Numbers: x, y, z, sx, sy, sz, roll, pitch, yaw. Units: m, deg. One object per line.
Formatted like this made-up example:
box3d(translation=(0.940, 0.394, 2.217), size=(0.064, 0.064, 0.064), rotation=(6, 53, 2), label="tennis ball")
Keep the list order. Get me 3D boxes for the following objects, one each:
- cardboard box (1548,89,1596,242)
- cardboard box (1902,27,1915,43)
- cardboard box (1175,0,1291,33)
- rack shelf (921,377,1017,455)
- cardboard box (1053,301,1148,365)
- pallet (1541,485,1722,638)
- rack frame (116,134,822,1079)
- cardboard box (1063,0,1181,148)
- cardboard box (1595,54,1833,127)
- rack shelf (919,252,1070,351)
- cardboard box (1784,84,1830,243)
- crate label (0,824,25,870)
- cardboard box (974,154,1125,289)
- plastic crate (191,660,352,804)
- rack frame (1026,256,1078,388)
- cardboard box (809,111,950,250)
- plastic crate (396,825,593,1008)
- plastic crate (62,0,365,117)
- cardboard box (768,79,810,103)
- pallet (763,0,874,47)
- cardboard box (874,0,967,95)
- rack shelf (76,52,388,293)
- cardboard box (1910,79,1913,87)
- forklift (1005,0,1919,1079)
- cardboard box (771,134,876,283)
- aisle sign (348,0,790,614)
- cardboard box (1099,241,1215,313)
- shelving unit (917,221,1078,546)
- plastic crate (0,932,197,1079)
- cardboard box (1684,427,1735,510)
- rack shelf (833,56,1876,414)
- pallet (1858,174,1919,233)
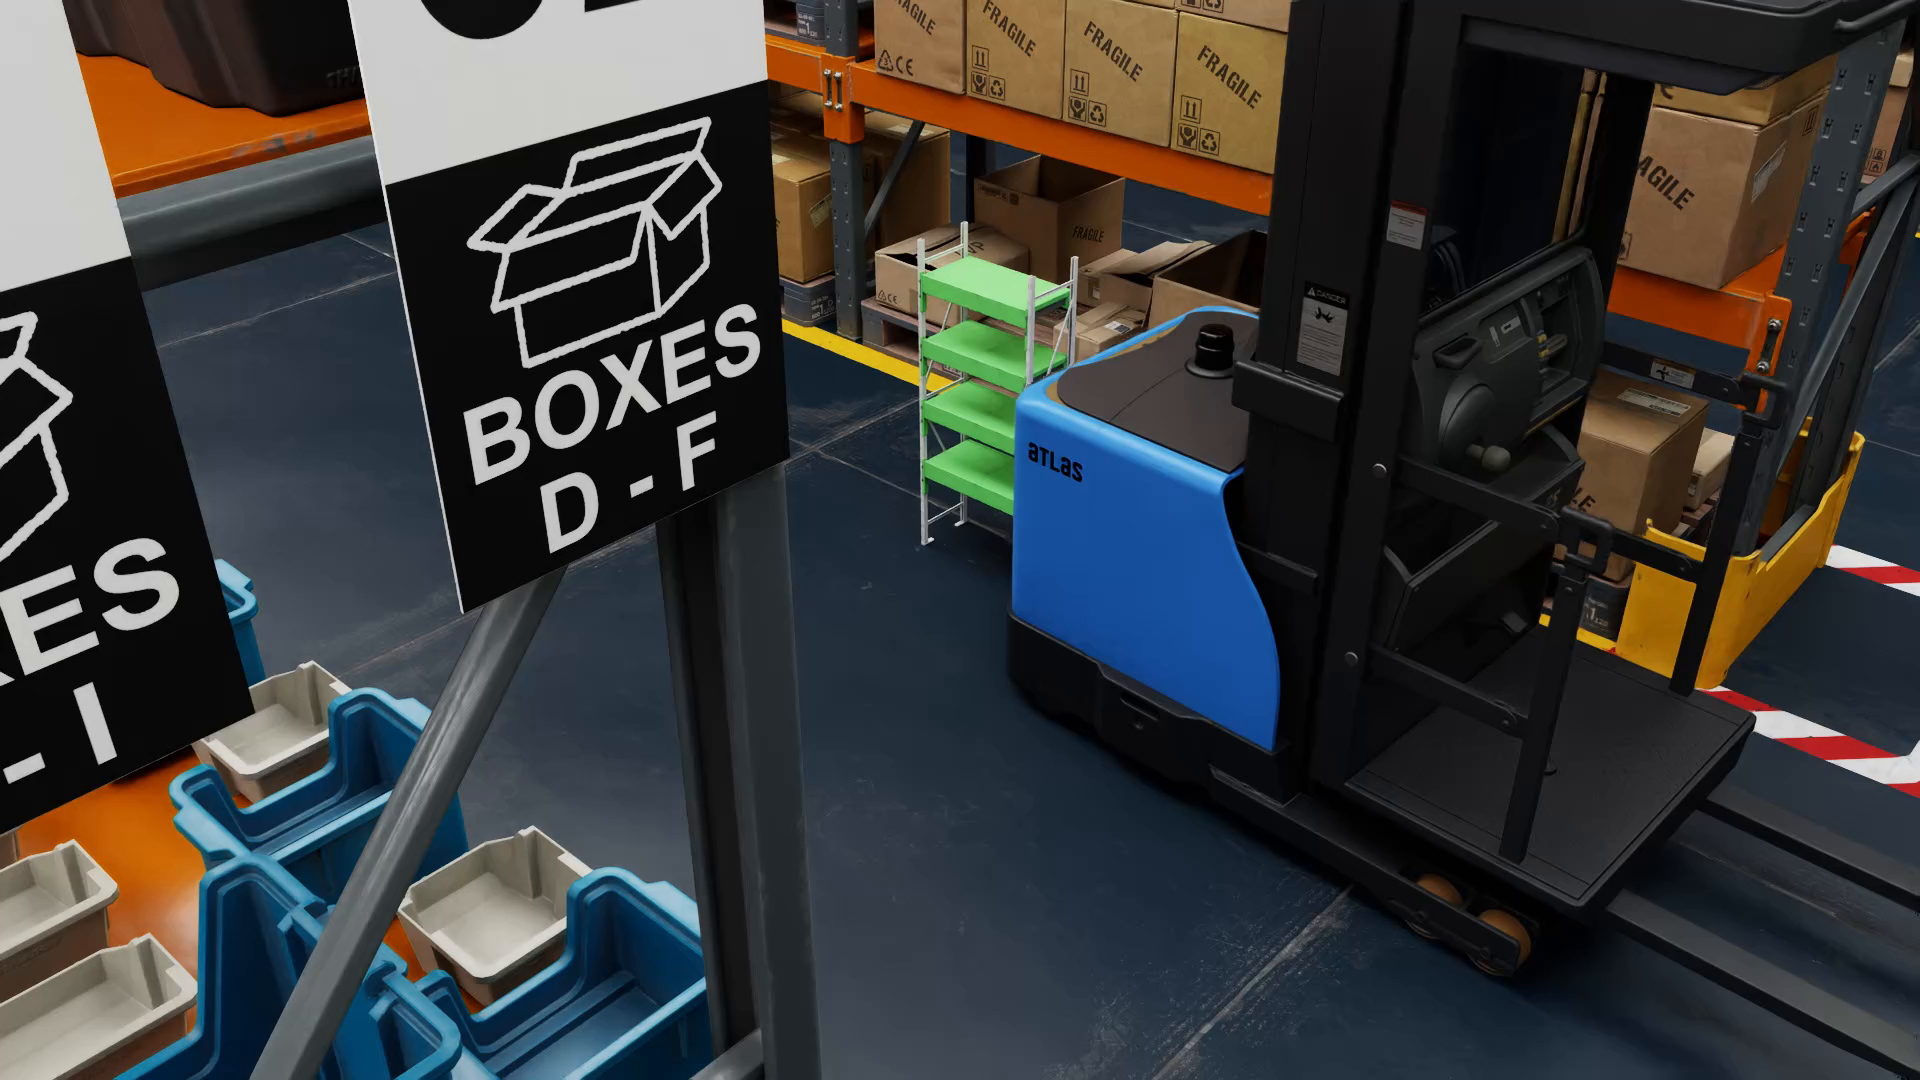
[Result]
box3d(translation=(1.863, -1.310, 5.421), size=(0.500, 0.500, 0.500), rotation=(25, 39, 35), label="cardboard box")
box3d(translation=(5.350, -2.733, 9.268), size=(0.250, 0.149, 0.380), rotation=(25, 39, 35), label="cardboard box")
box3d(translation=(1.106, -2.088, 5.744), size=(0.500, 0.500, 0.500), rotation=(26, 40, 36), label="cardboard box")
box3d(translation=(0.123, -0.402, 5.878), size=(0.480, 0.148, 0.258), rotation=(25, 39, 35), label="rack shelf")
box3d(translation=(0.613, -0.873, 7.113), size=(0.250, 0.166, 0.380), rotation=(25, 39, 35), label="cardboard box")
box3d(translation=(2.116, -0.145, 6.286), size=(1.213, 0.211, 1.003), rotation=(25, 39, 35), label="pallet")
box3d(translation=(-0.565, 0.856, 1.919), size=(0.053, 2.616, 0.949), rotation=(25, 39, 35), label="rack frame")
box3d(translation=(0.745, -1.835, 6.292), size=(0.500, 0.500, 0.500), rotation=(25, 39, 35), label="cardboard box")
box3d(translation=(2.250, -1.558, 4.863), size=(0.500, 0.500, 0.500), rotation=(25, 39, 35), label="cardboard box")
box3d(translation=(0.123, -0.813, 5.631), size=(0.480, 0.148, 0.258), rotation=(25, 39, 35), label="rack shelf")
box3d(translation=(2.612, -1.335, 5.463), size=(0.500, 0.500, 0.500), rotation=(26, 40, 36), label="cardboard box")
box3d(translation=(-1.717, 0.536, 2.648), size=(0.243, 0.136, 0.396), rotation=(25, 39, 35), label="crate label")
box3d(translation=(0.411, -1.451, 7.749), size=(0.500, 0.500, 0.500), rotation=(25, 39, 35), label="cardboard box")
box3d(translation=(-1.210, 0.353, 2.952), size=(0.298, 0.136, 0.250), rotation=(25, 39, 35), label="plastic crate")
box3d(translation=(0.304, -0.372, 5.705), size=(0.015, 1.200, 0.240), rotation=(25, 39, 35), label="rack frame")
box3d(translation=(-0.397, -1.800, 8.329), size=(0.500, 0.500, 0.500), rotation=(23, 38, 33), label="cardboard box")
box3d(translation=(-0.707, 0.588, 2.562), size=(0.298, 0.136, 0.250), rotation=(25, 39, 35), label="plastic crate")
box3d(translation=(-0.661, -0.614, 1.580), size=(0.590, 0.269, 0.497), rotation=(25, 39, 35), label="plastic crate")
box3d(translation=(-1.138, -2.468, 8.711), size=(0.500, 0.250, 0.500), rotation=(25, 39, 35), label="cardboard box")
box3d(translation=(-0.721, -2.658, 7.944), size=(1.213, 0.211, 1.003), rotation=(25, 39, 35), label="pallet")
box3d(translation=(-0.006, -2.185, 6.873), size=(0.500, 0.500, 0.500), rotation=(26, 40, 36), label="cardboard box")
box3d(translation=(-2.045, -0.814, 2.483), size=(4.000, 0.370, 1.077), rotation=(25, 39, 35), label="rack shelf")
box3d(translation=(5.282, -2.499, 8.881), size=(0.250, 0.149, 0.380), rotation=(25, 39, 35), label="cardboard box")
box3d(translation=(1.553, -0.421, 4.107), size=(3.031, 2.935, 1.130), rotation=(27, 40, 37), label="forklift")
box3d(translation=(-0.760, -1.601, 7.998), size=(0.500, 0.500, 0.500), rotation=(25, 39, 35), label="cardboard box")
box3d(translation=(-0.310, -0.347, 1.398), size=(0.004, 0.787, 0.394), rotation=(25, 39, 35), label="aisle sign")
box3d(translation=(0.967, -1.111, 7.367), size=(0.500, 0.311, 0.500), rotation=(25, 39, 35), label="cardboard box")
box3d(translation=(0.123, -0.457, 5.845), size=(0.503, 1.200, 0.258), rotation=(25, 39, 35), label="shelving unit")
box3d(translation=(-1.289, 0.729, 2.328), size=(0.243, 0.136, 0.396), rotation=(25, 39, 35), label="plastic crate")
box3d(translation=(2.684, -0.281, 6.147), size=(0.250, 0.149, 0.380), rotation=(25, 39, 35), label="cardboard box")
box3d(translation=(1.281, -1.422, 6.401), size=(4.000, 0.370, 1.077), rotation=(25, 39, 35), label="rack shelf")
box3d(translation=(5.440, -1.986, 9.344), size=(1.213, 0.211, 1.003), rotation=(25, 39, 35), label="pallet")
